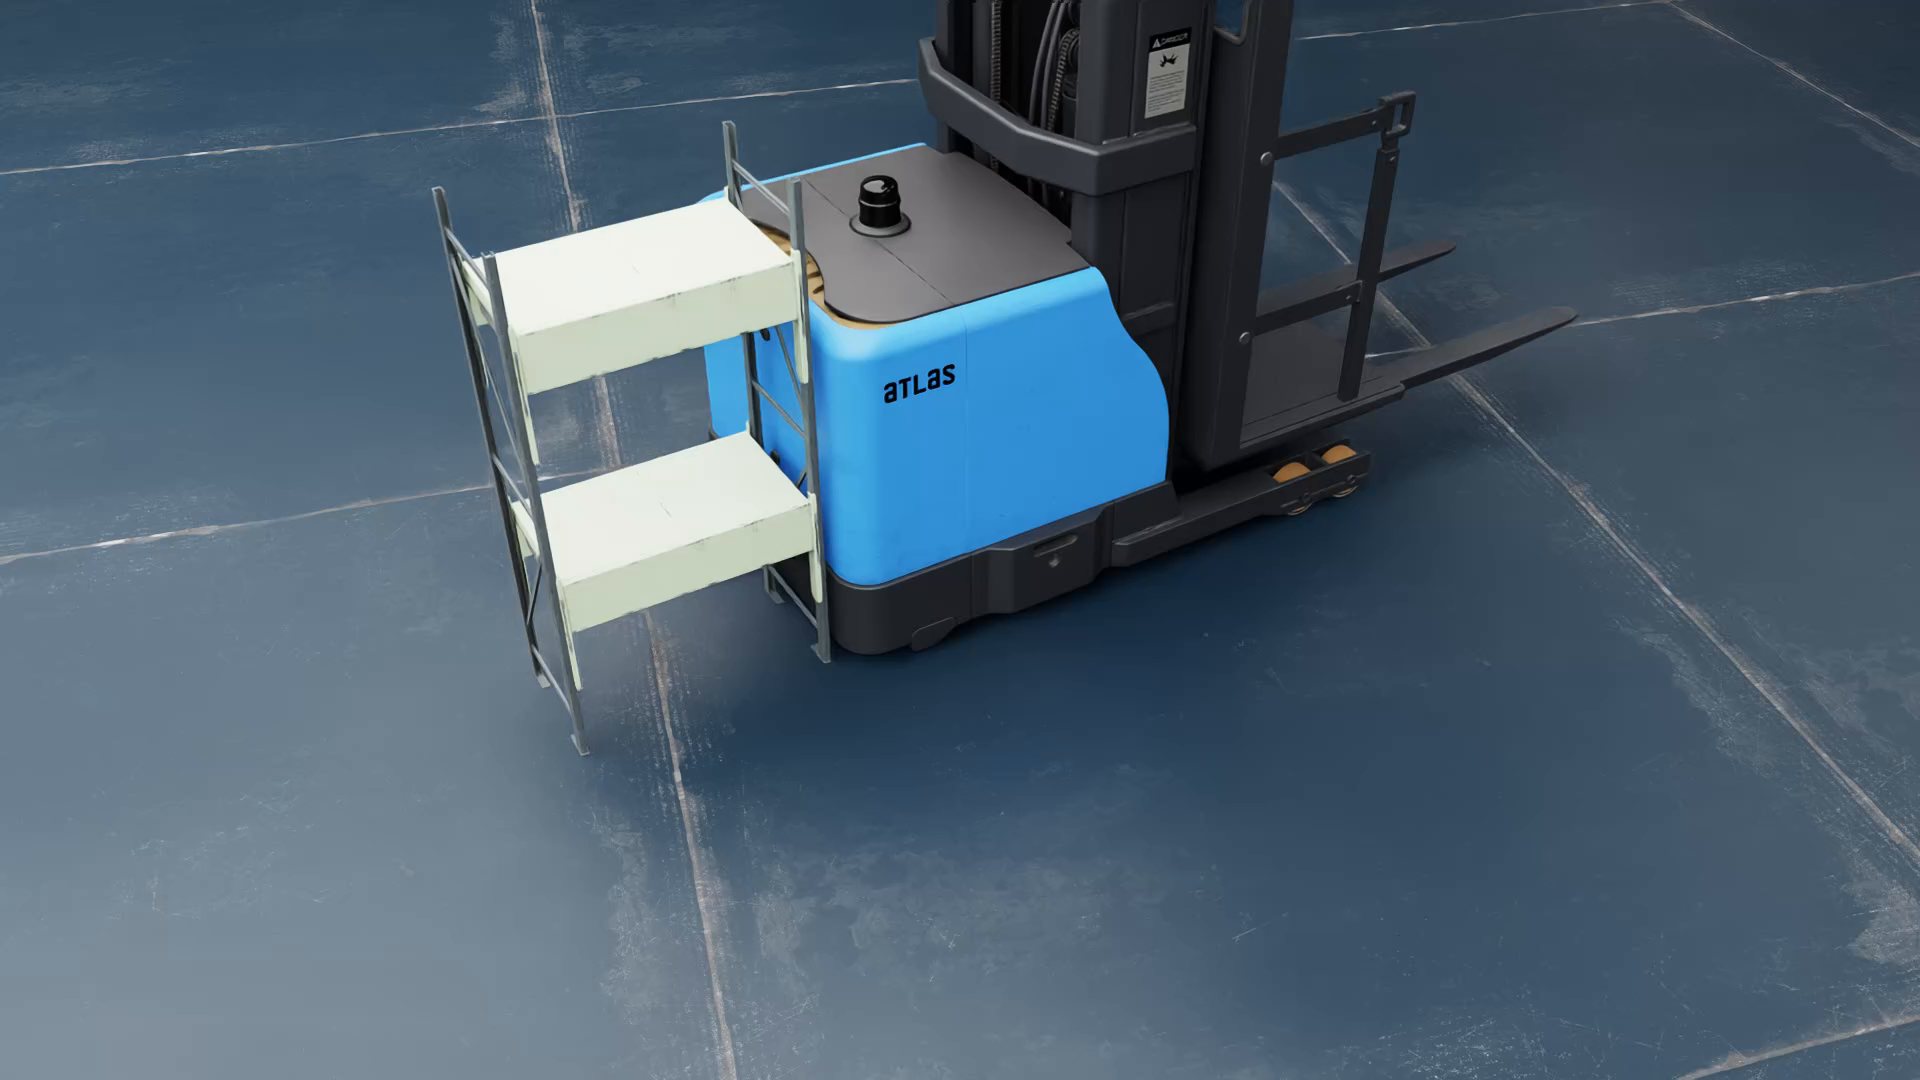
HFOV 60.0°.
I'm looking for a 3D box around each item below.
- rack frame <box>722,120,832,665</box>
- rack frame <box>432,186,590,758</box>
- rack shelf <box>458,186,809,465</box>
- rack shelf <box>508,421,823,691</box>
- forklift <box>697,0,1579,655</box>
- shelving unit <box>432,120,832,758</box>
[{"bbox_3d":[-0.481,-0.344,4.465,0.023,1.500,0.400,-20,42,-24],"label":"rack frame"},{"bbox_3d":[-1.111,-0.117,4.168,0.023,1.500,0.400,-20,42,-24],"label":"rack frame"},{"bbox_3d":[-0.796,-0.540,4.080,0.720,0.370,0.431,-20,42,-24],"label":"rack shelf"},{"bbox_3d":[-0.796,0.029,4.515,0.720,0.370,0.431,-20,42,-24],"label":"rack shelf"},{"bbox_3d":[0.741,-1.501,4.800,3.031,2.935,1.130,-20,42,-24],"label":"forklift"},{"bbox_3d":[-0.796,-0.230,4.317,0.755,1.500,0.431,-20,42,-24],"label":"shelving unit"}]
